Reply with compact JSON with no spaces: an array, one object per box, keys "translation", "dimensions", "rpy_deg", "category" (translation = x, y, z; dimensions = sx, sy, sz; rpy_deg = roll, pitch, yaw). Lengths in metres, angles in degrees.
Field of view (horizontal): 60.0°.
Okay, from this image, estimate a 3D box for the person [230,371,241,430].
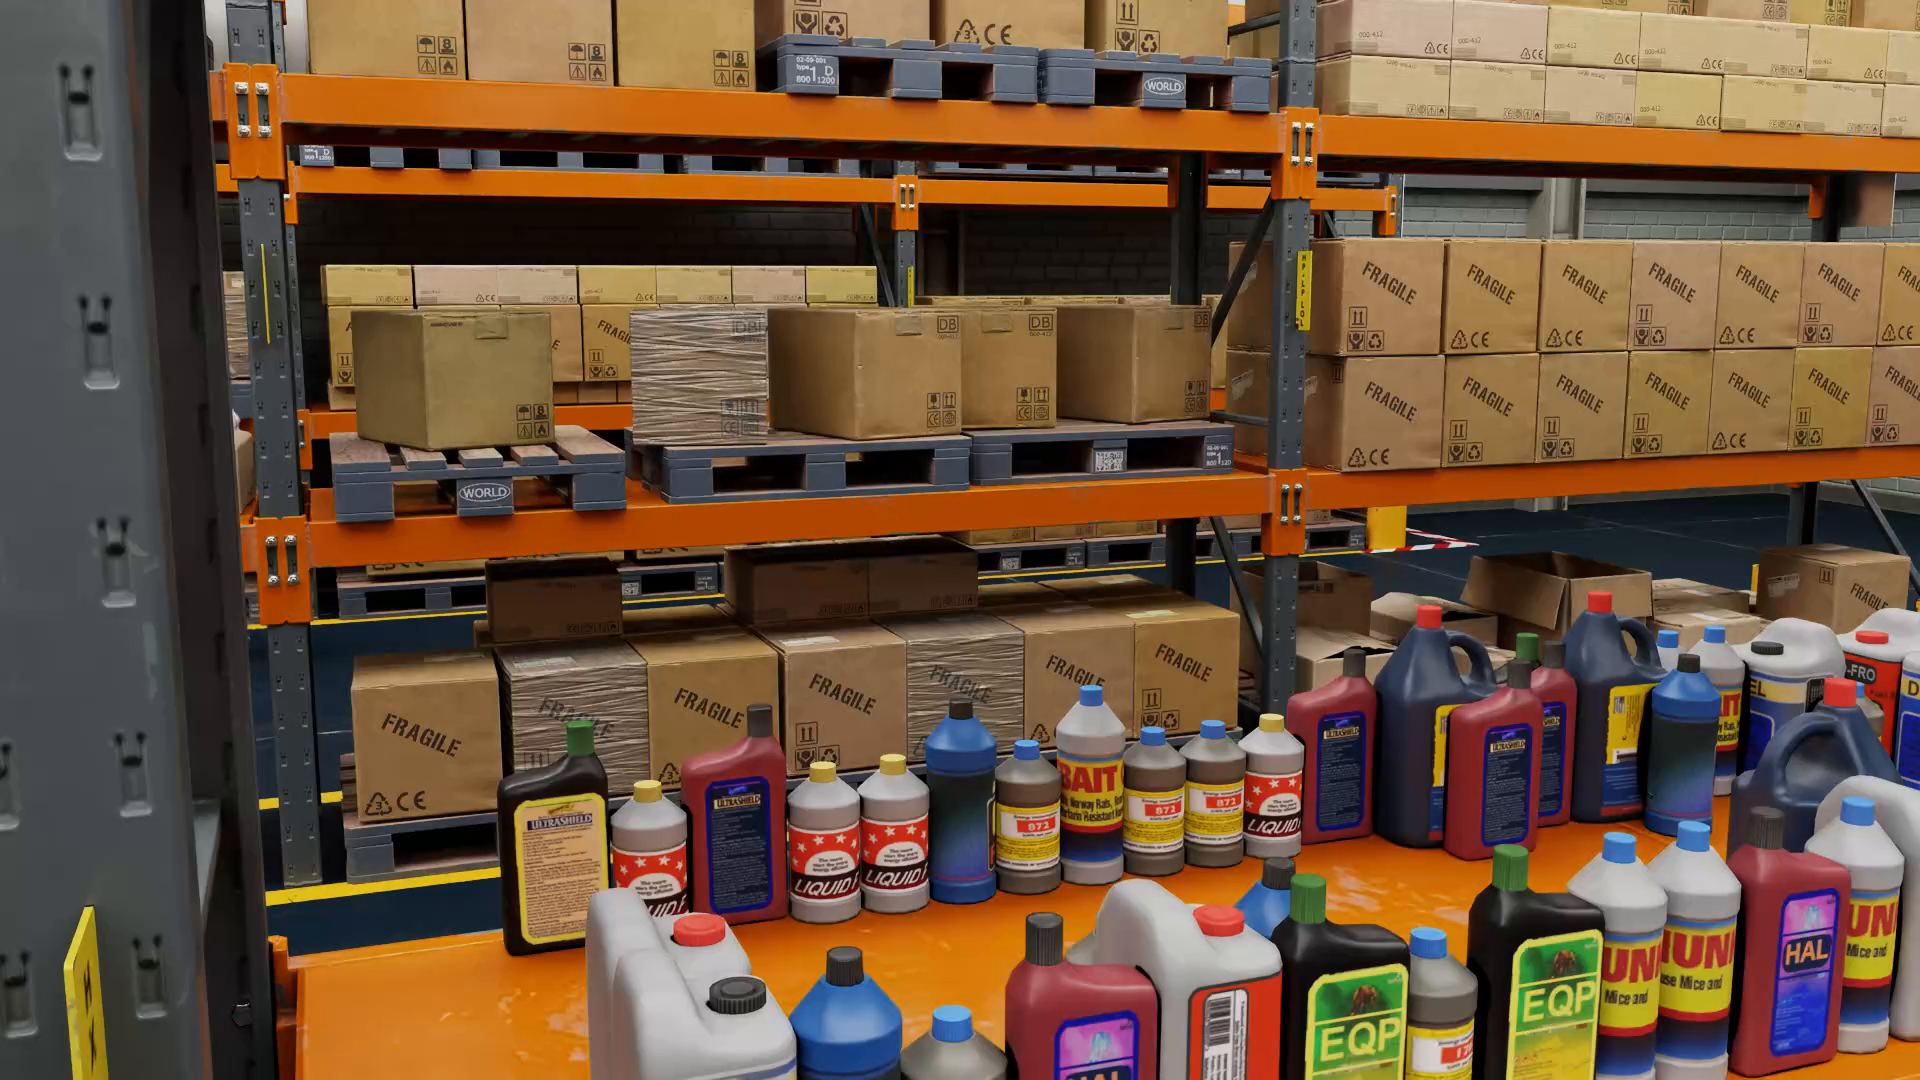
[{"translation":[-4.213,-0.170,9.325],"dimensions":[0.379,1.691,0.467],"rpy_deg":[-1,9,-3],"category":"person"}]
